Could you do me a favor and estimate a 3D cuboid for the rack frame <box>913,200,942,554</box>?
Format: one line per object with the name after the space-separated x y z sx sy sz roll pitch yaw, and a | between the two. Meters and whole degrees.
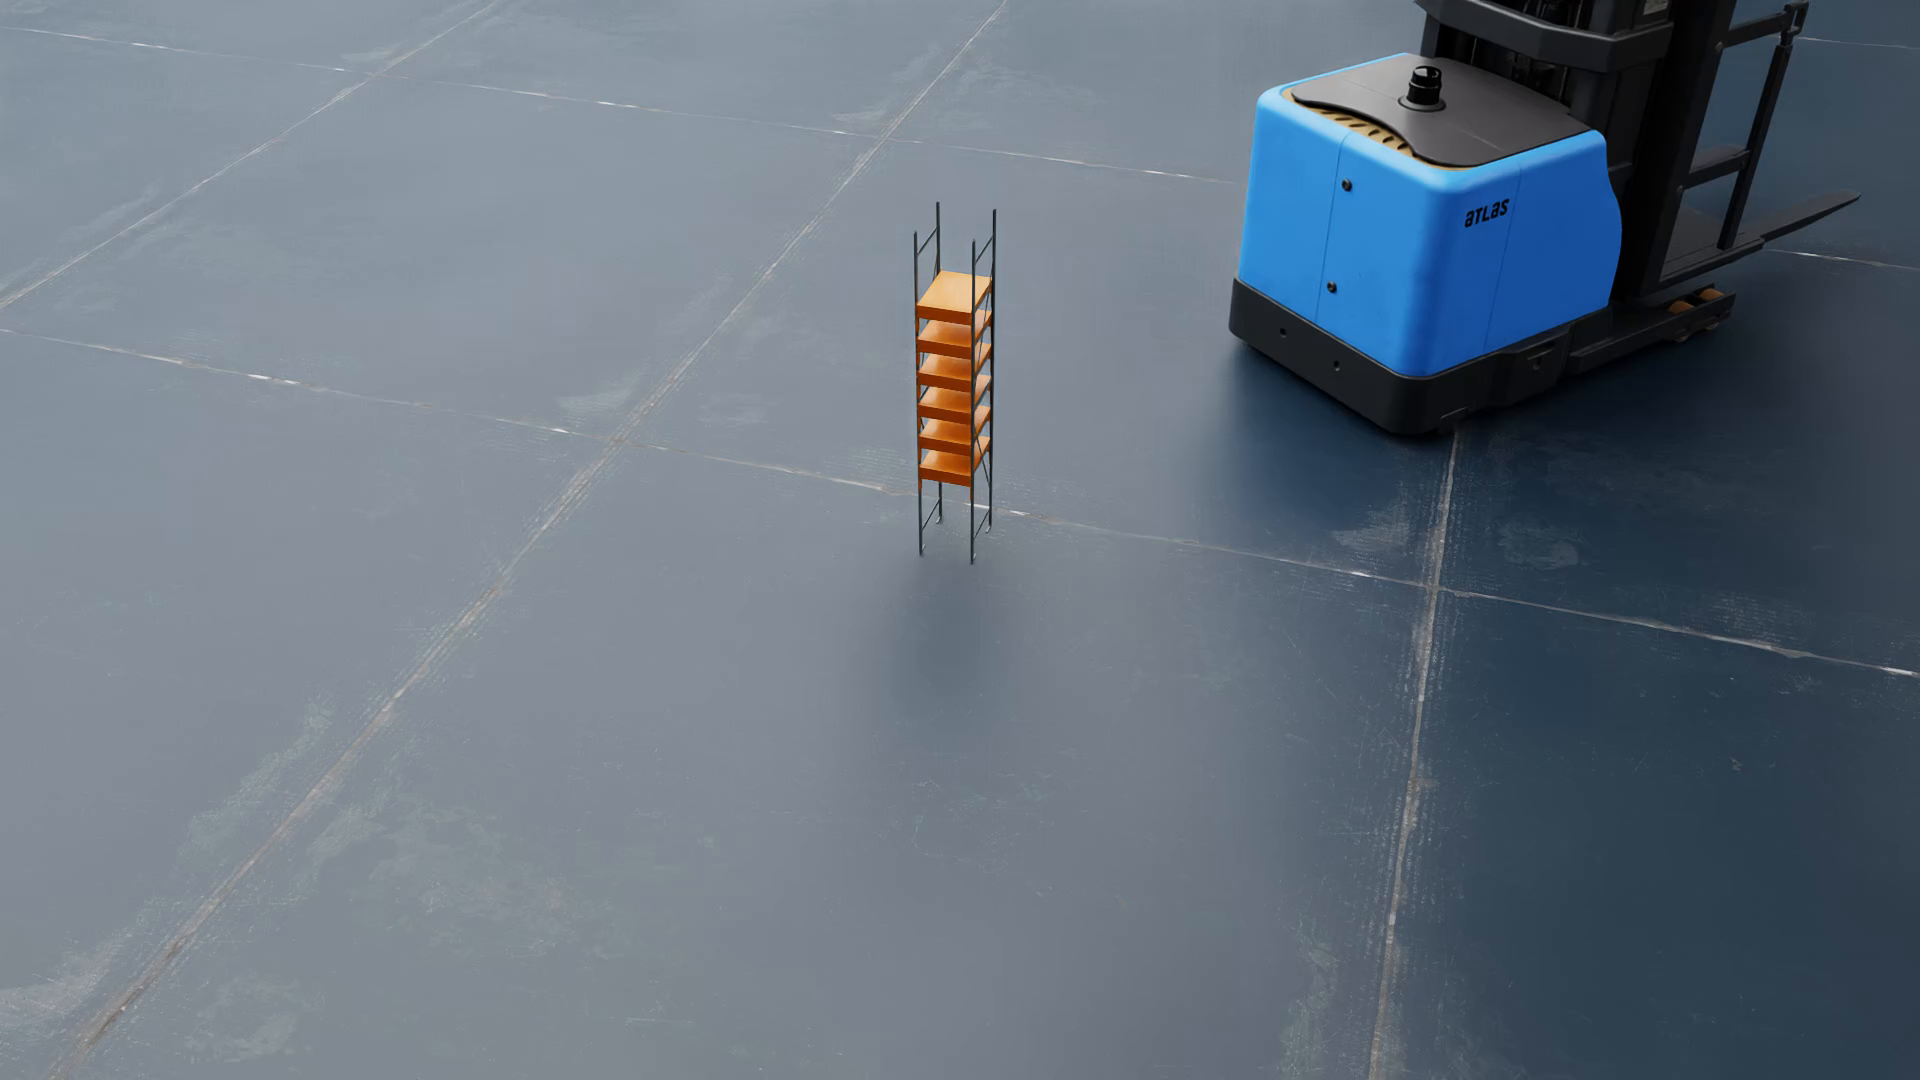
-0.101 -0.502 5.420 0.006 1.200 0.240 10 38 14 | rack frame

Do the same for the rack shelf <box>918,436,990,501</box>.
-0.014 -0.257 5.566 0.180 0.103 0.258 10 38 14 | rack shelf

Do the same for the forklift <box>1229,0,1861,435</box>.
2.614 -2.237 6.317 3.031 2.935 1.130 -21 41 -26 | forklift

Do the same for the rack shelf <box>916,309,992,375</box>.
-0.014 -0.643 5.282 0.180 0.103 0.258 10 38 14 | rack shelf

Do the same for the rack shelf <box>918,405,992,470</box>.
-0.014 -0.353 5.495 0.180 0.103 0.258 10 38 14 | rack shelf

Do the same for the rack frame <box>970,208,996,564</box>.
0.074 -0.470 5.376 0.006 1.200 0.240 10 38 14 | rack frame

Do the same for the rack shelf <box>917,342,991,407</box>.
-0.014 -0.547 5.353 0.180 0.103 0.258 10 38 14 | rack shelf

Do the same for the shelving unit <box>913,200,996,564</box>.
-0.014 -0.486 5.398 0.189 1.200 0.258 10 38 14 | shelving unit

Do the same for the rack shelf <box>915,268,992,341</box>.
-0.014 -0.740 5.211 0.180 0.103 0.258 10 38 14 | rack shelf

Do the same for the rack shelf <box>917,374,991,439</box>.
-0.014 -0.450 5.424 0.180 0.103 0.258 10 38 14 | rack shelf
